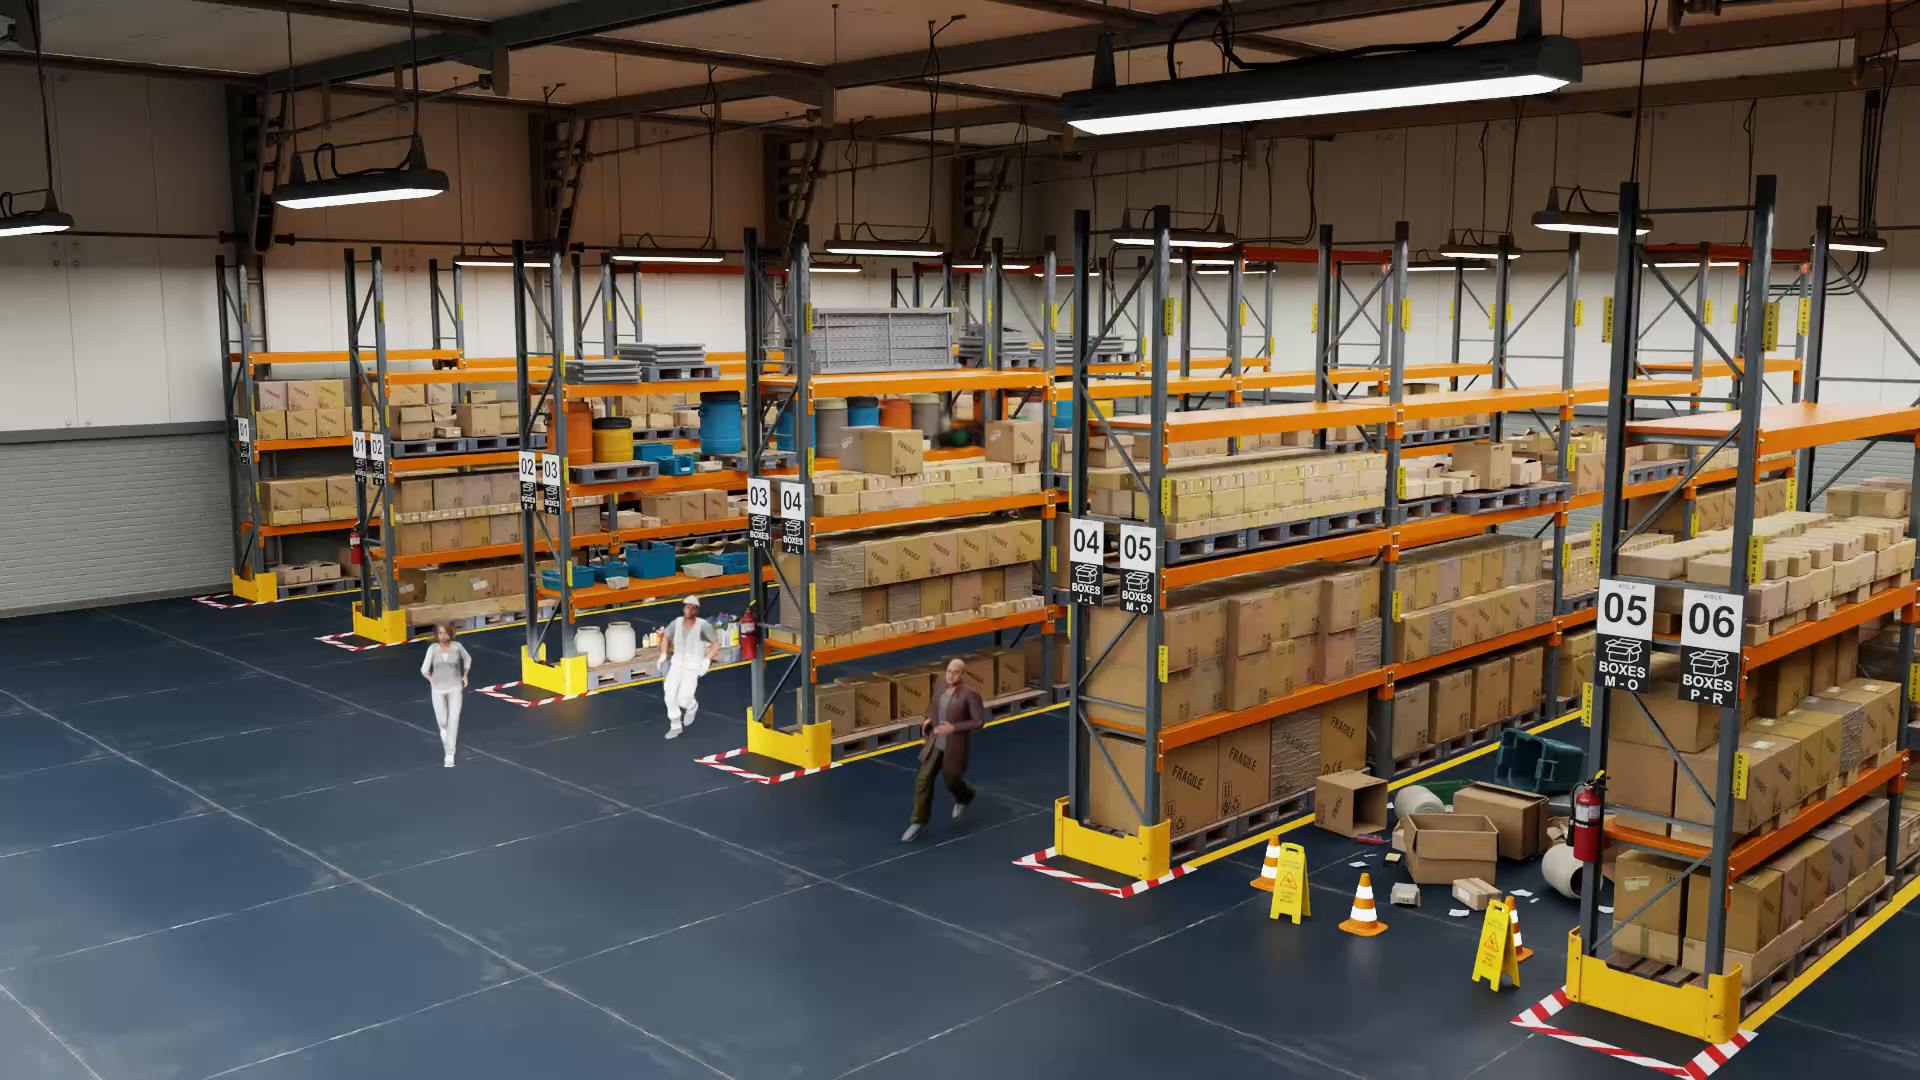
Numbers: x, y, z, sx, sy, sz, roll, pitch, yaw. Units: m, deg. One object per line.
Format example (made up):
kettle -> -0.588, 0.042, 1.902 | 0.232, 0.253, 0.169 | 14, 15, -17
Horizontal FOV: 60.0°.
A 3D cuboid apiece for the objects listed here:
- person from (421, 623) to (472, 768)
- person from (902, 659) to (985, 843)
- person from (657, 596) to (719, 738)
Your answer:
person -> -5.833, 1.723, 18.927 | 0.551, 1.594, 0.834 | -2, 8, -15
person -> -0.052, 2.016, 16.205 | 0.741, 1.768, 1.019 | 6, 10, 35
person -> -3.255, 1.516, 19.897 | 0.710, 1.734, 0.561 | 2, 8, 16
